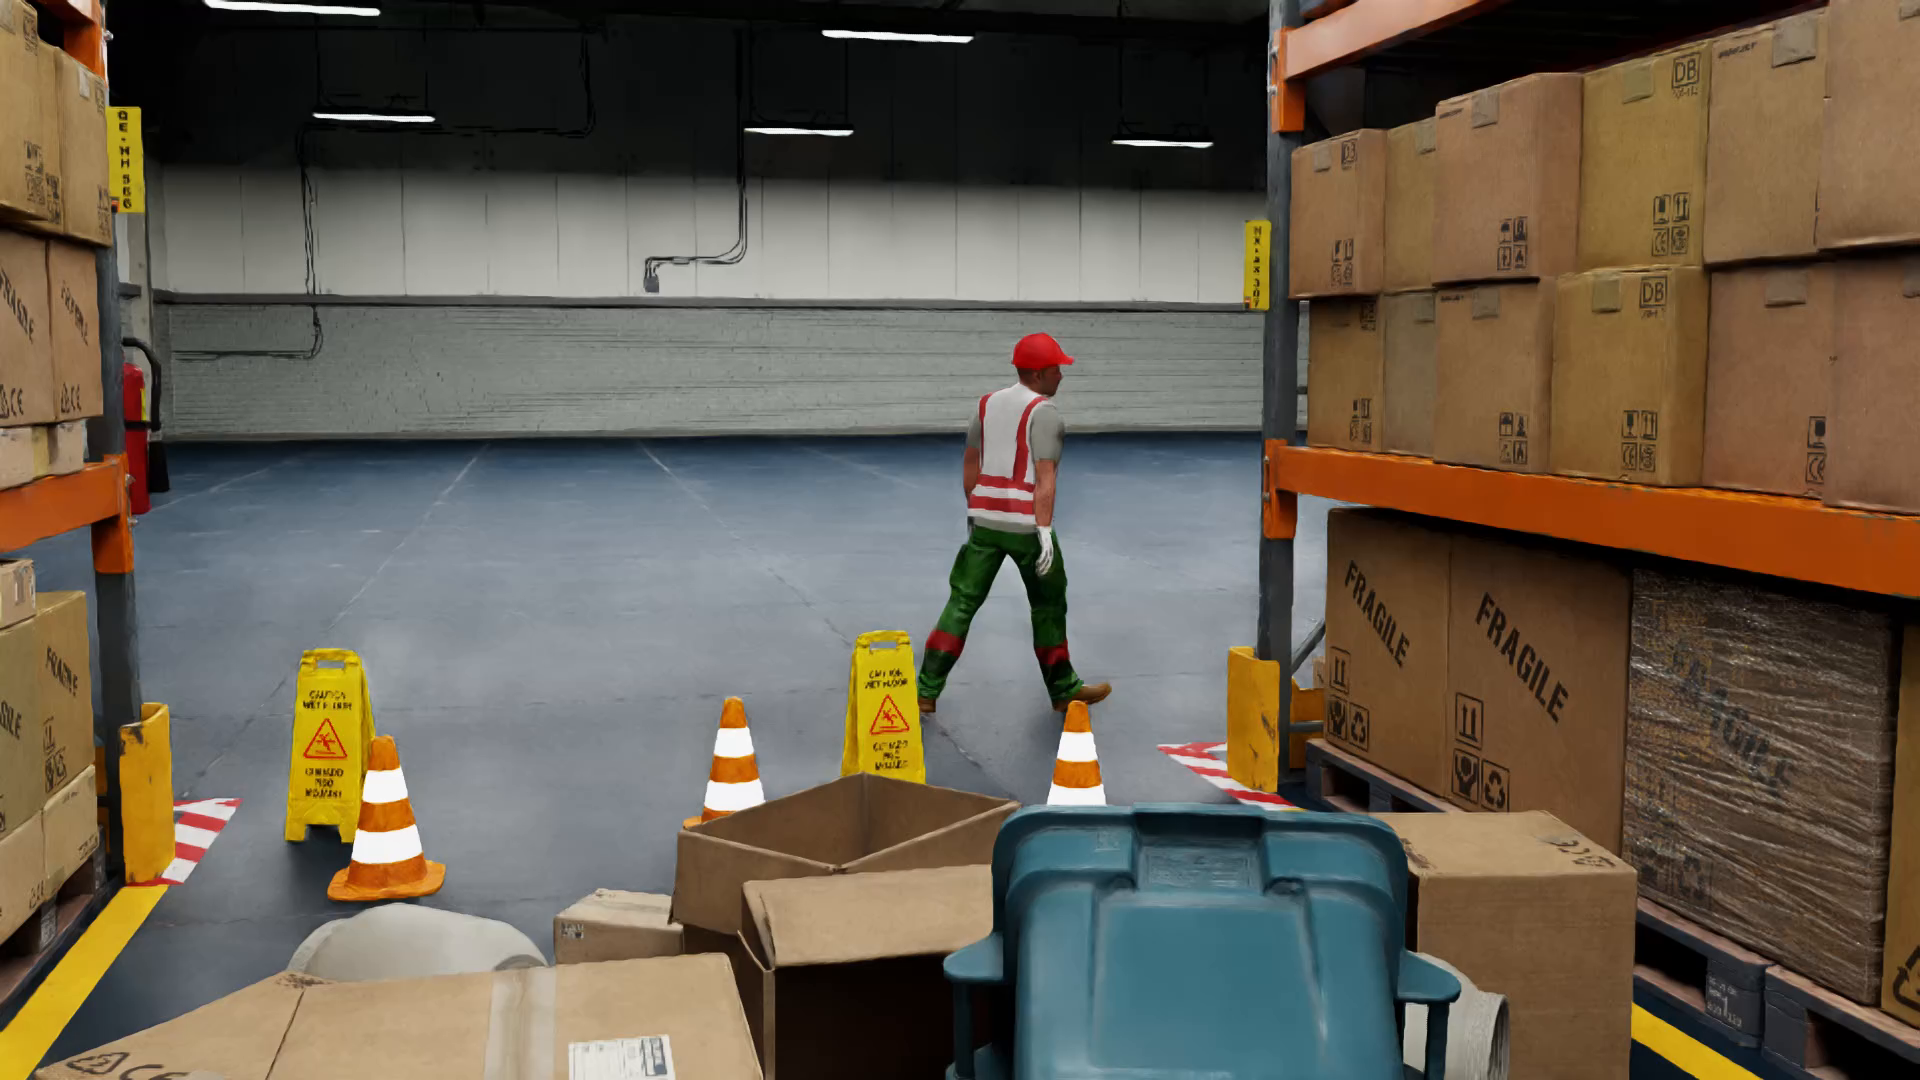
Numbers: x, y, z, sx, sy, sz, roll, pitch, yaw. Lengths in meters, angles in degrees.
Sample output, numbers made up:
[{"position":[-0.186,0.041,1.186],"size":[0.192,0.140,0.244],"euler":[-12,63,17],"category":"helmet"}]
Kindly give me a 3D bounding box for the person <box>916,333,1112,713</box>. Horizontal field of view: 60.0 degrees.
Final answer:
[{"position":[0.230,-0.058,7.552],"size":[0.680,1.751,0.965],"euler":[5,8,42],"category":"person"}]
